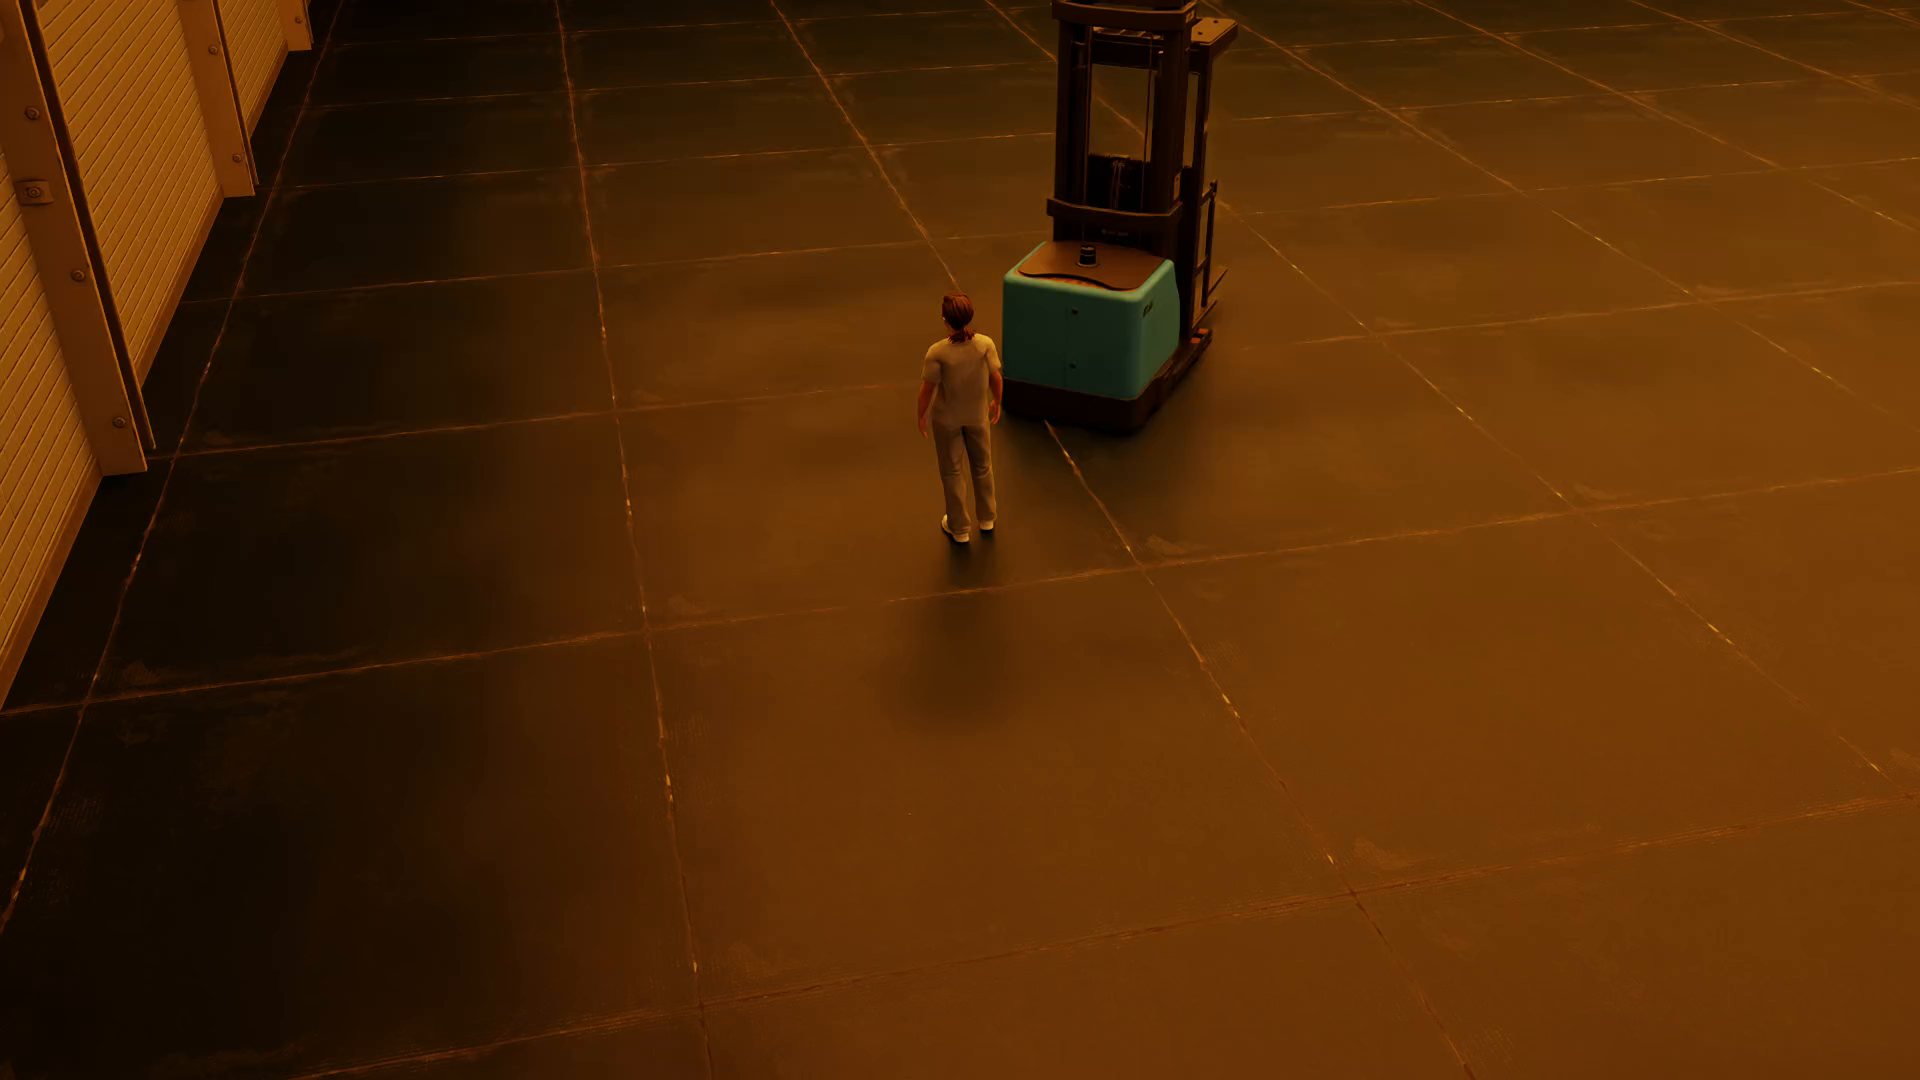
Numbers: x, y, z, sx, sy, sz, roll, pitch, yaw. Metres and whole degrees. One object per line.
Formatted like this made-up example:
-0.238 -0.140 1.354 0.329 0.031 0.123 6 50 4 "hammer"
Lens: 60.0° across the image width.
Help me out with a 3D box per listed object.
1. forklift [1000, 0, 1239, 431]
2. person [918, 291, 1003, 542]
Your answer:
1.339 -2.754 12.332 1.130 2.935 3.031 12 32 20 "forklift"
-0.004 -0.769 10.142 0.549 1.673 0.548 -7 31 -12 "person"
